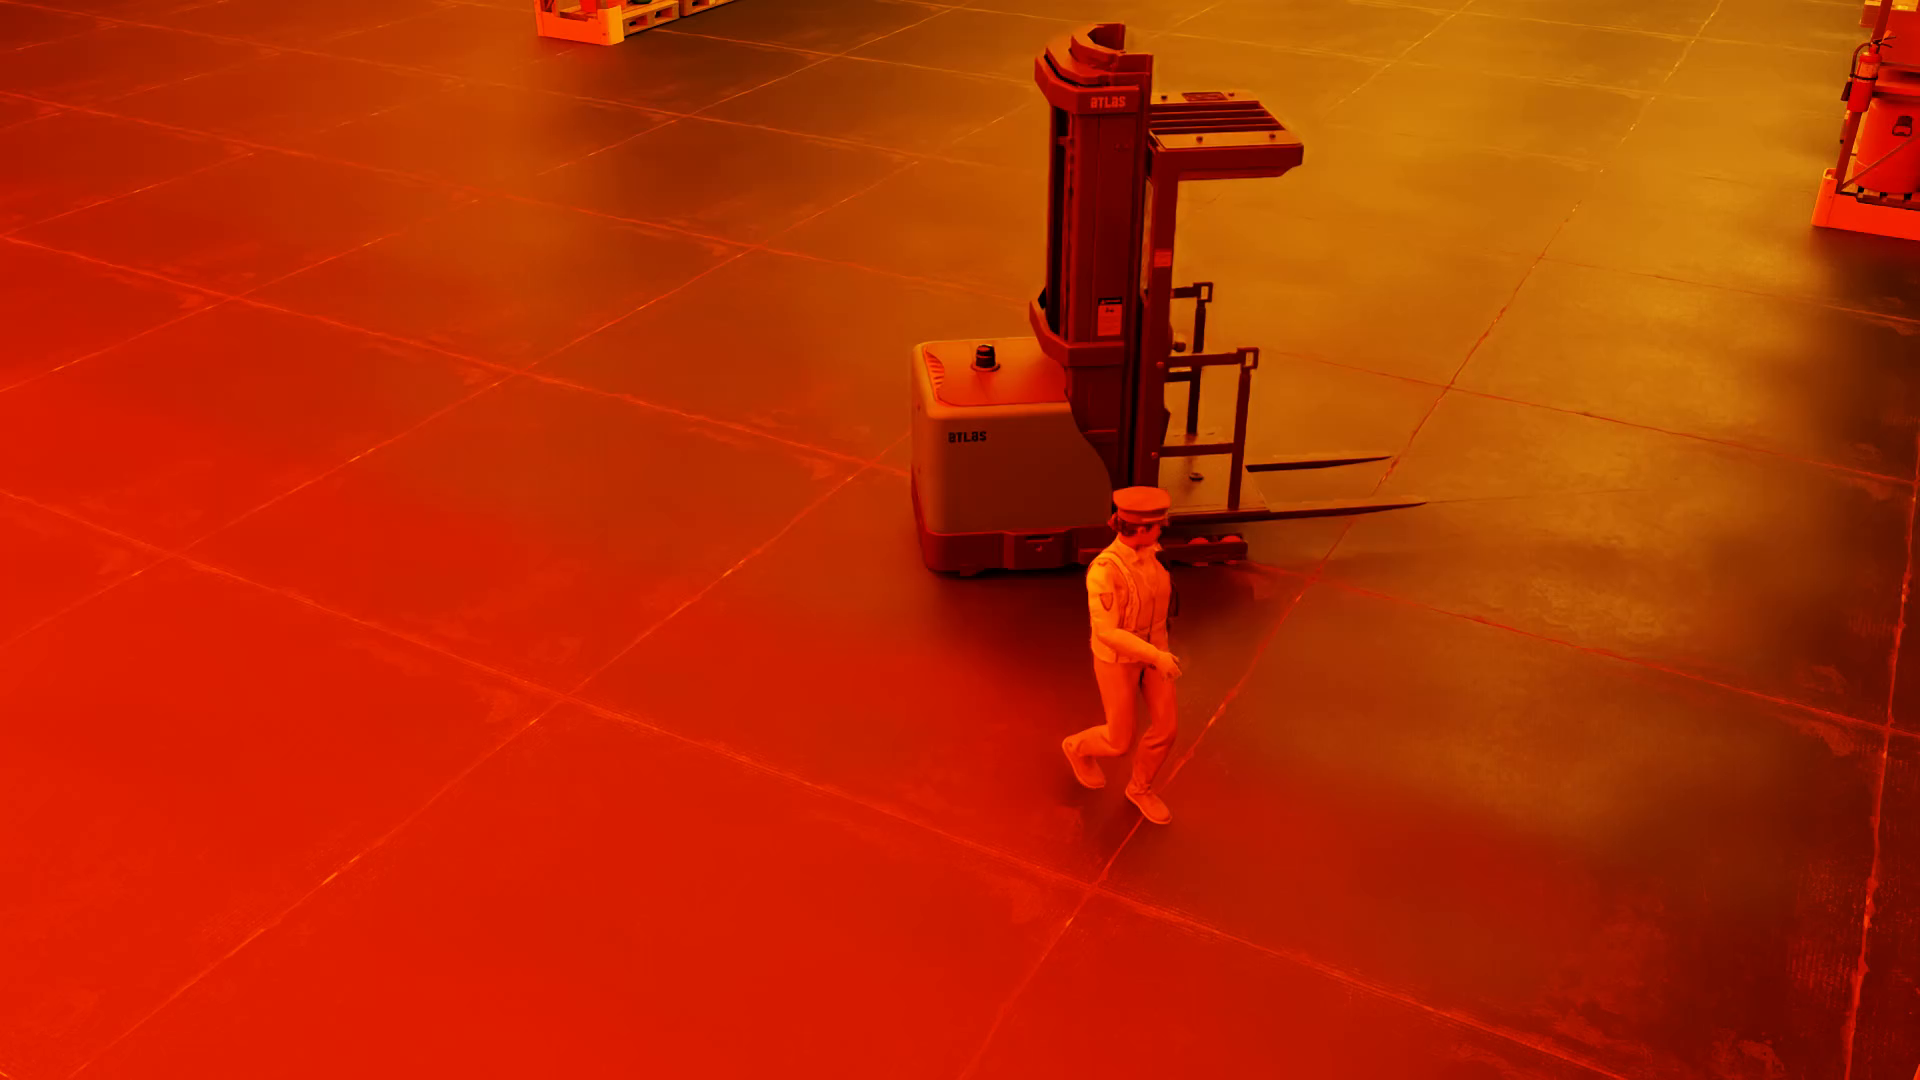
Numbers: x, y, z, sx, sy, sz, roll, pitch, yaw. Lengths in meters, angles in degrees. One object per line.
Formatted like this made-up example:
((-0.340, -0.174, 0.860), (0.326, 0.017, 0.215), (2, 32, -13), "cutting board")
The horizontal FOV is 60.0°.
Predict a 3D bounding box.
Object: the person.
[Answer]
((0.811, 0.511, 7.520), (0.620, 1.613, 0.593), (-19, 35, -29), "person")

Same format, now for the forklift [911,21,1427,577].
((1.253, -1.373, 9.450), (3.031, 2.935, 1.130), (-4, 30, -6), "forklift")
